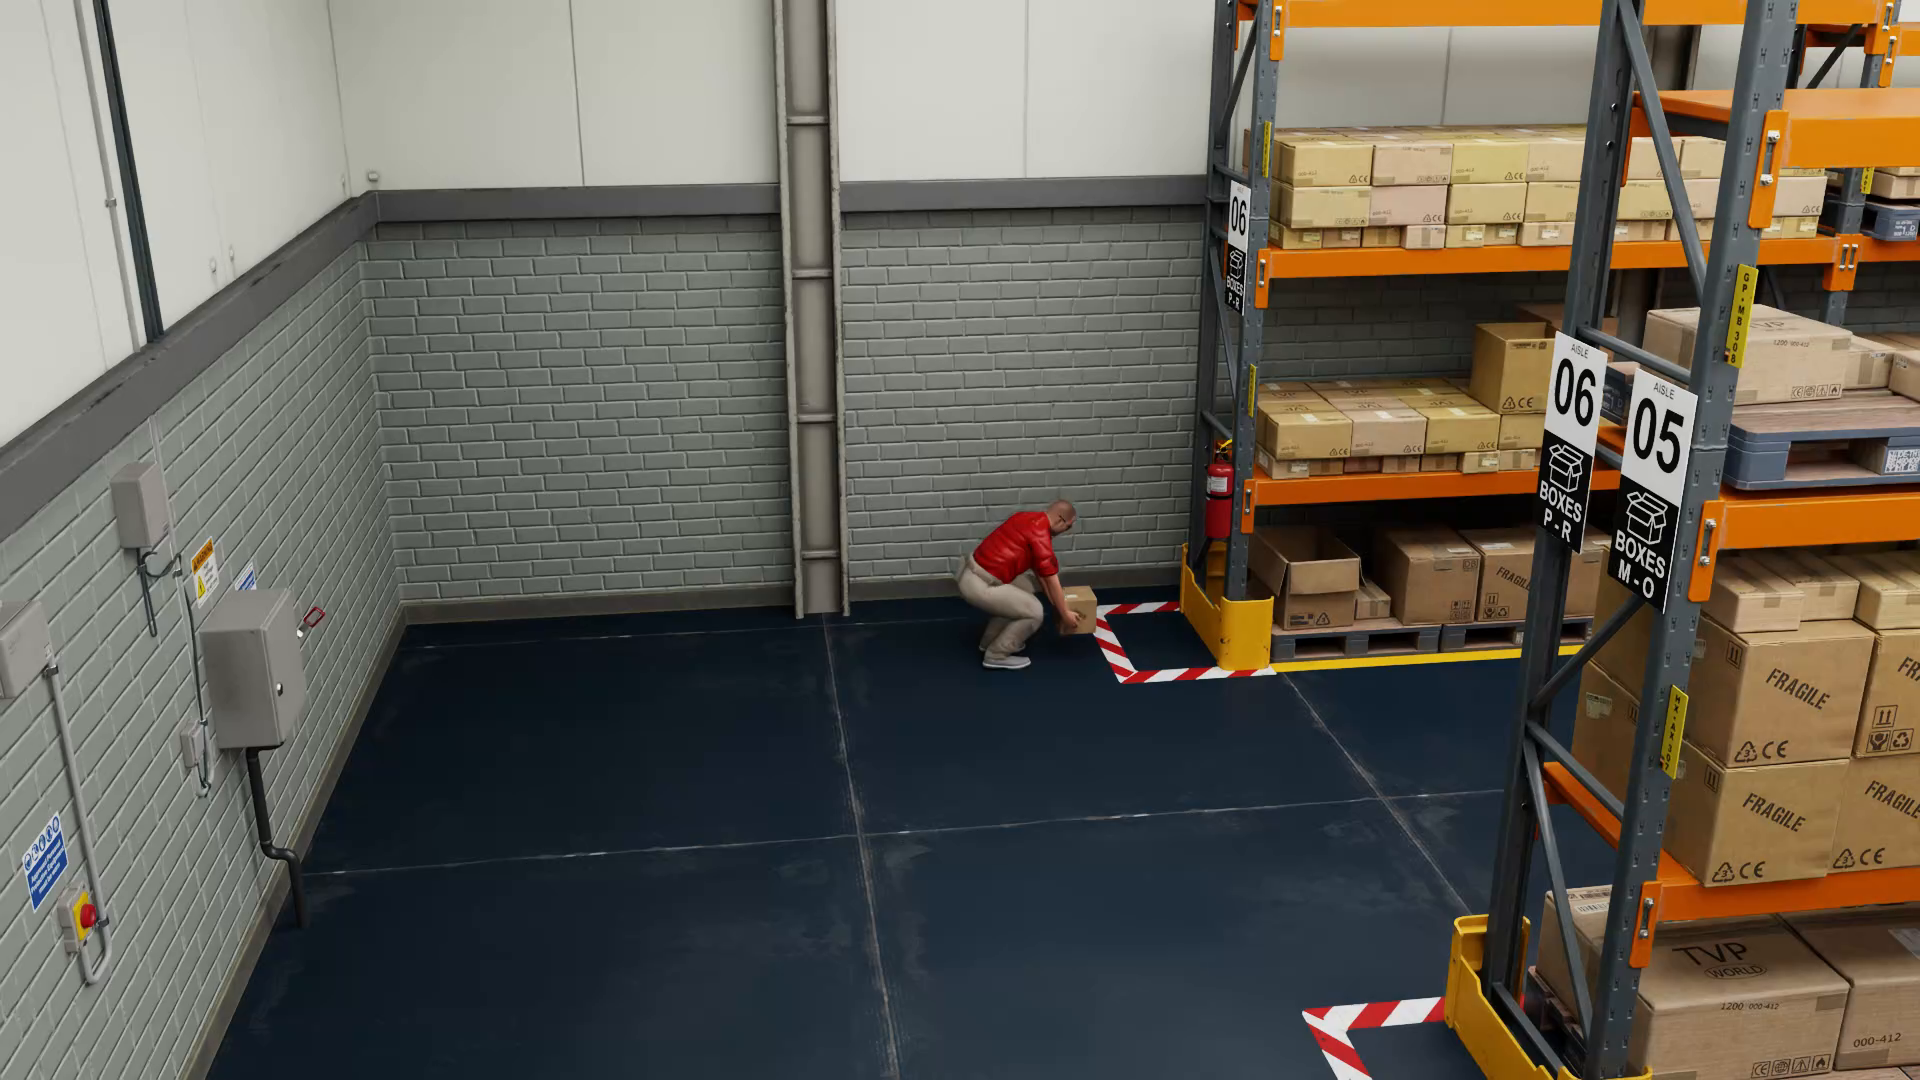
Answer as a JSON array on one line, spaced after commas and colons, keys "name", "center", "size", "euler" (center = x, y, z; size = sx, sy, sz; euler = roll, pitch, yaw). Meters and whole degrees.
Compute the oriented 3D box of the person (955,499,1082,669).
[{"name": "person", "center": [0.381, 0.277, 11.255], "size": [0.835, 1.106, 0.576], "euler": [-3, 20, -8]}]
